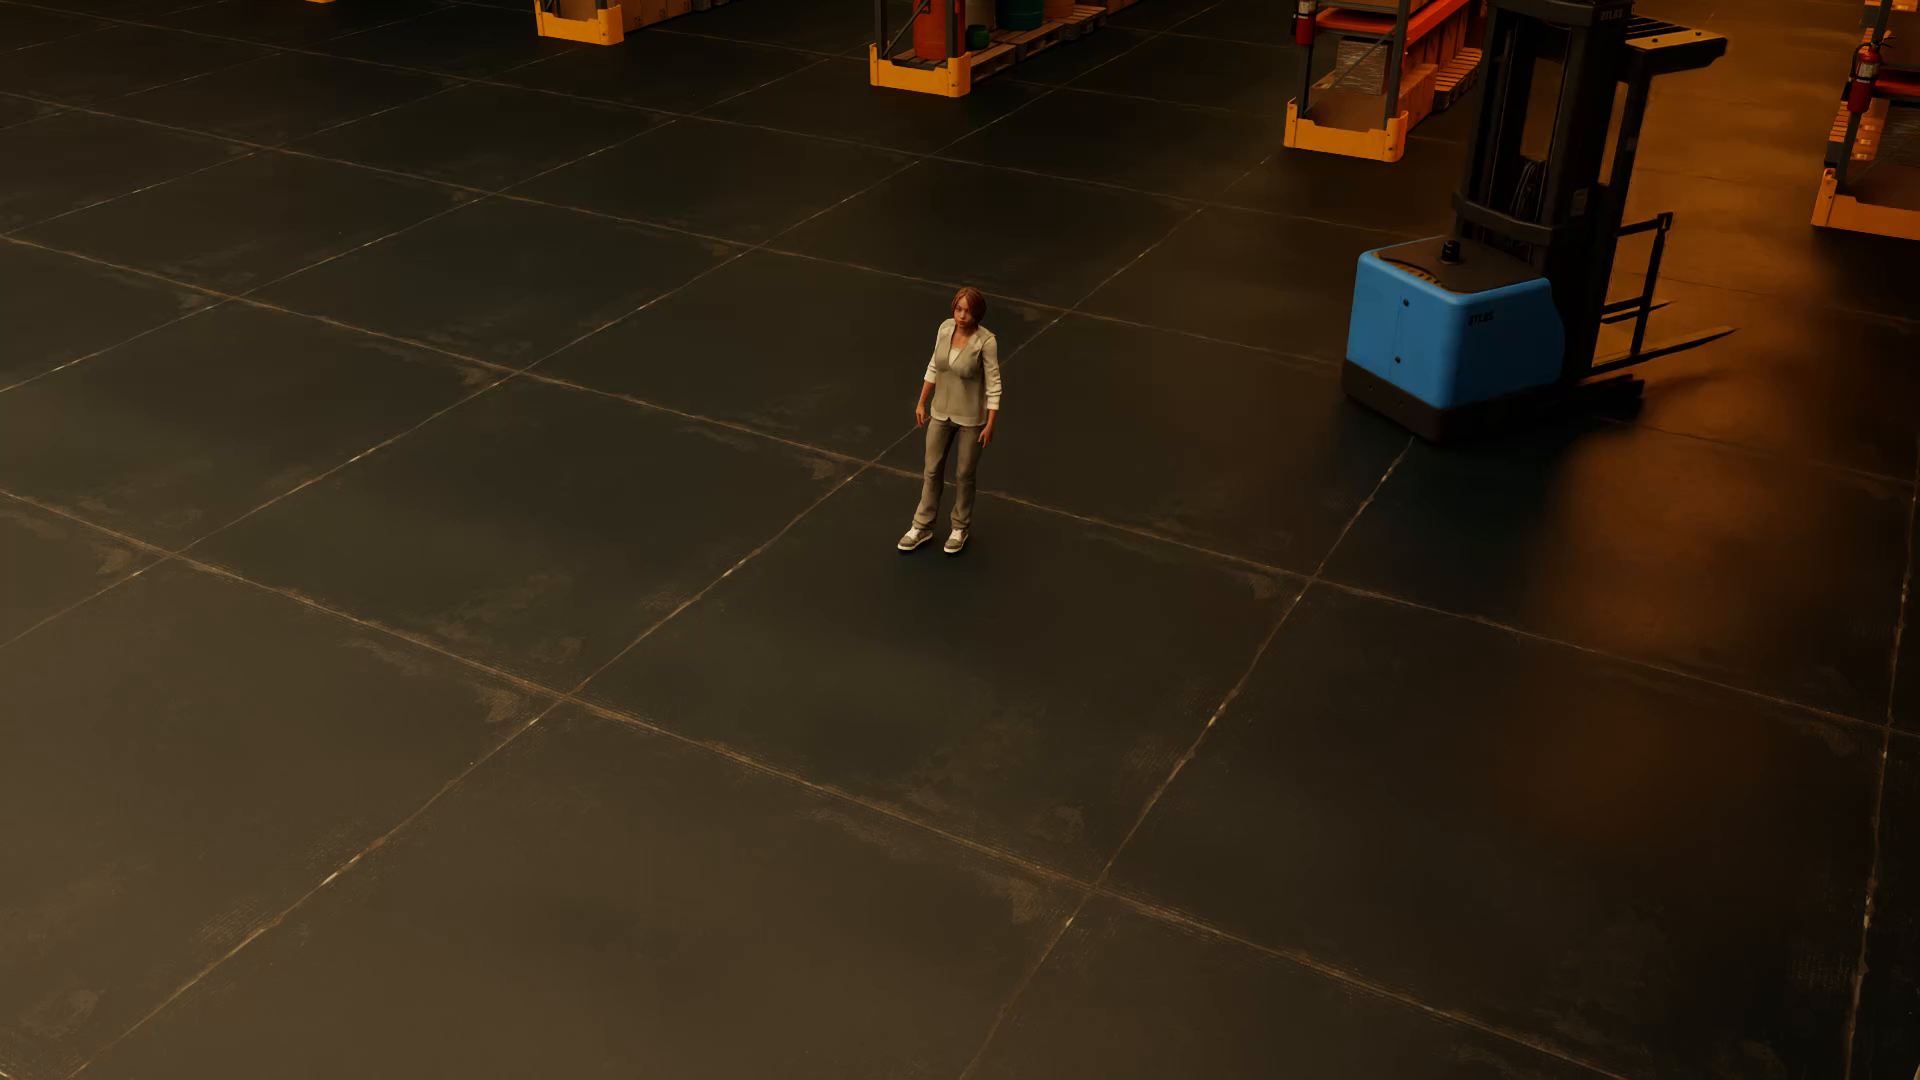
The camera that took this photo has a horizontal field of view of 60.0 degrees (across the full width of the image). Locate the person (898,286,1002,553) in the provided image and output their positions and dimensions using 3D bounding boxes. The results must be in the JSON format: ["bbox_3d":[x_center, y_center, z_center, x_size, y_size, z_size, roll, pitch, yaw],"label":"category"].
[{"bbox_3d":[-0.048,-0.669,9.550,0.520,1.597,0.475,15,33,25],"label":"person"}]

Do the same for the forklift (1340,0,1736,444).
[{"bbox_3d":[4.222,-2.420,11.263,3.031,2.935,1.130,-15,33,-24],"label":"forklift"}]
